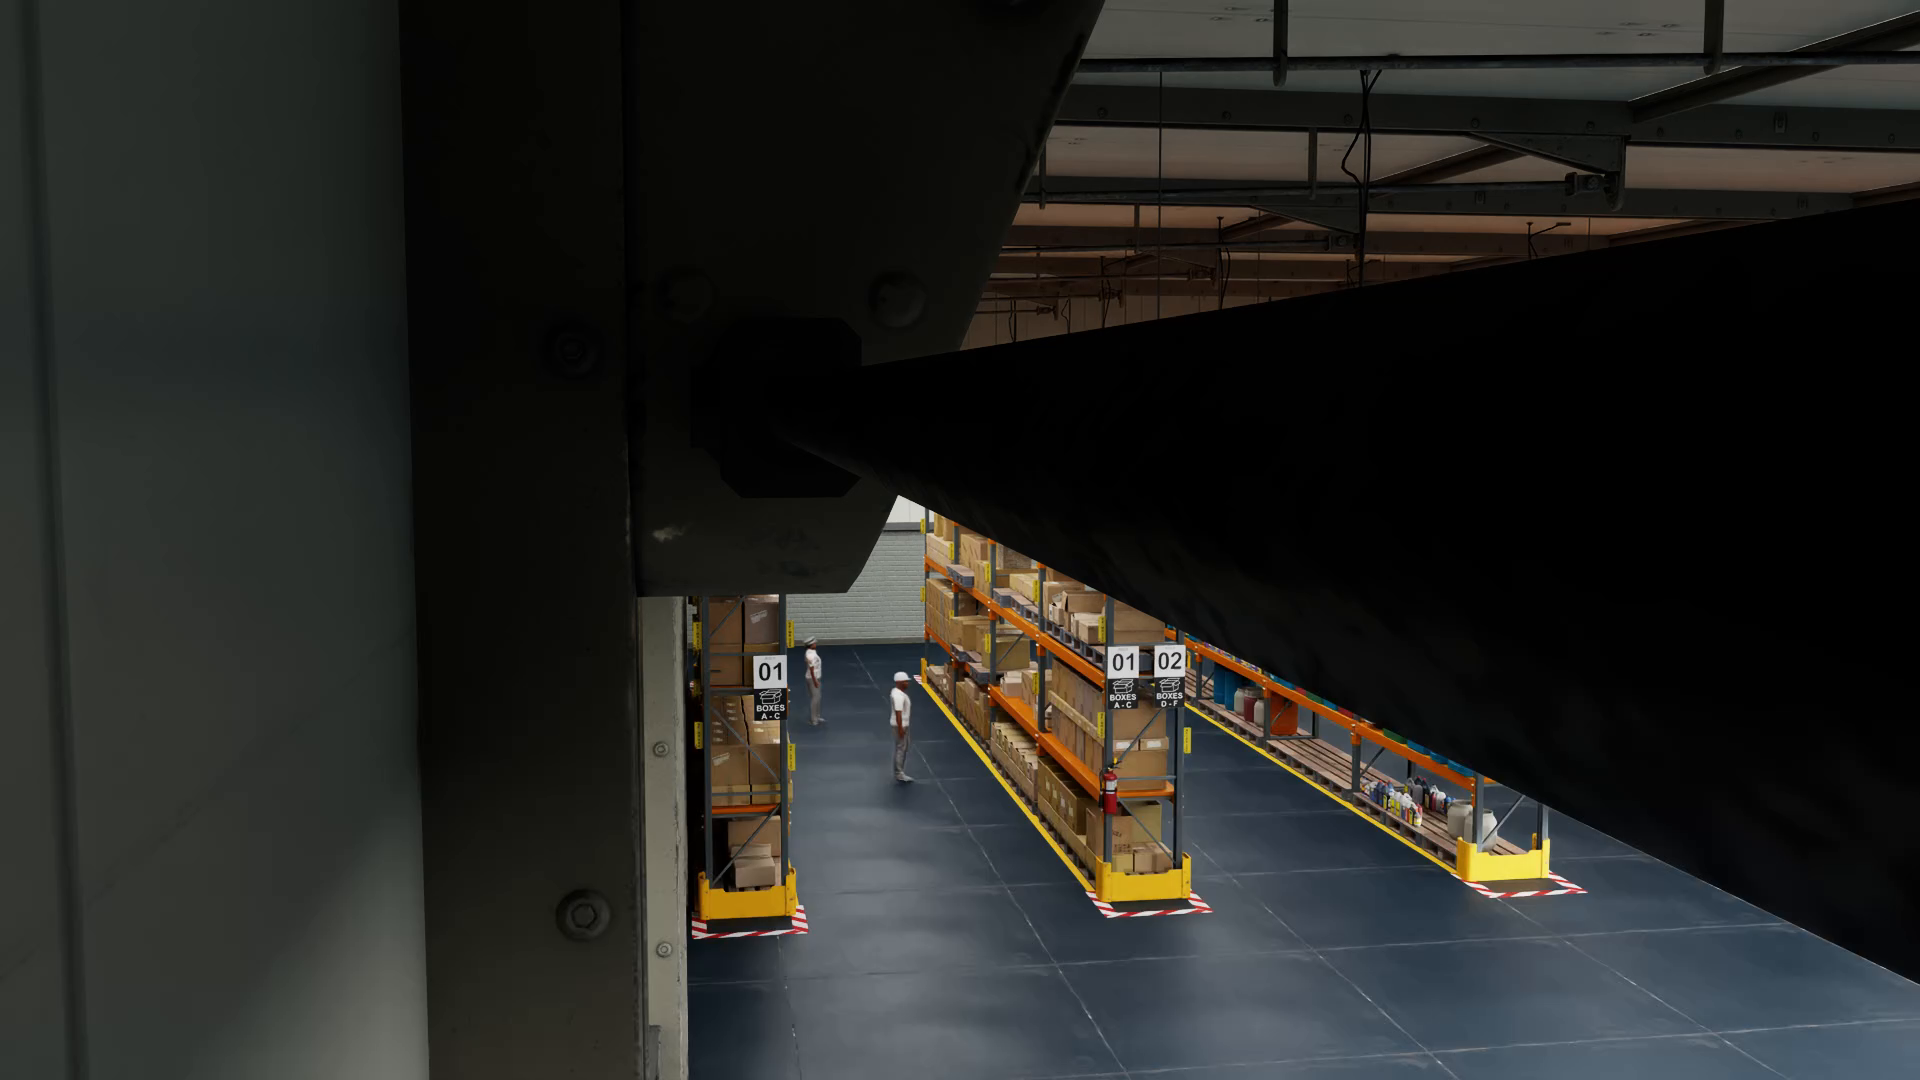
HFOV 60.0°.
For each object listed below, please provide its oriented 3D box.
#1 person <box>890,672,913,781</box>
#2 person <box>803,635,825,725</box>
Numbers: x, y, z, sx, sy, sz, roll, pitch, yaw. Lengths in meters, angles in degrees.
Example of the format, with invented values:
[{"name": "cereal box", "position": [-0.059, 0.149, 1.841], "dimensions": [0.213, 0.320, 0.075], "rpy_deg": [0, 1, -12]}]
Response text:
[{"name": "person", "position": [-0.962, 3.087, 27.324], "dimensions": [0.377, 1.849, 0.648], "rpy_deg": [0, 5, 0]}, {"name": "person", "position": [-2.816, 2.711, 32.052], "dimensions": [0.420, 1.761, 0.557], "rpy_deg": [1, 5, 7]}]
